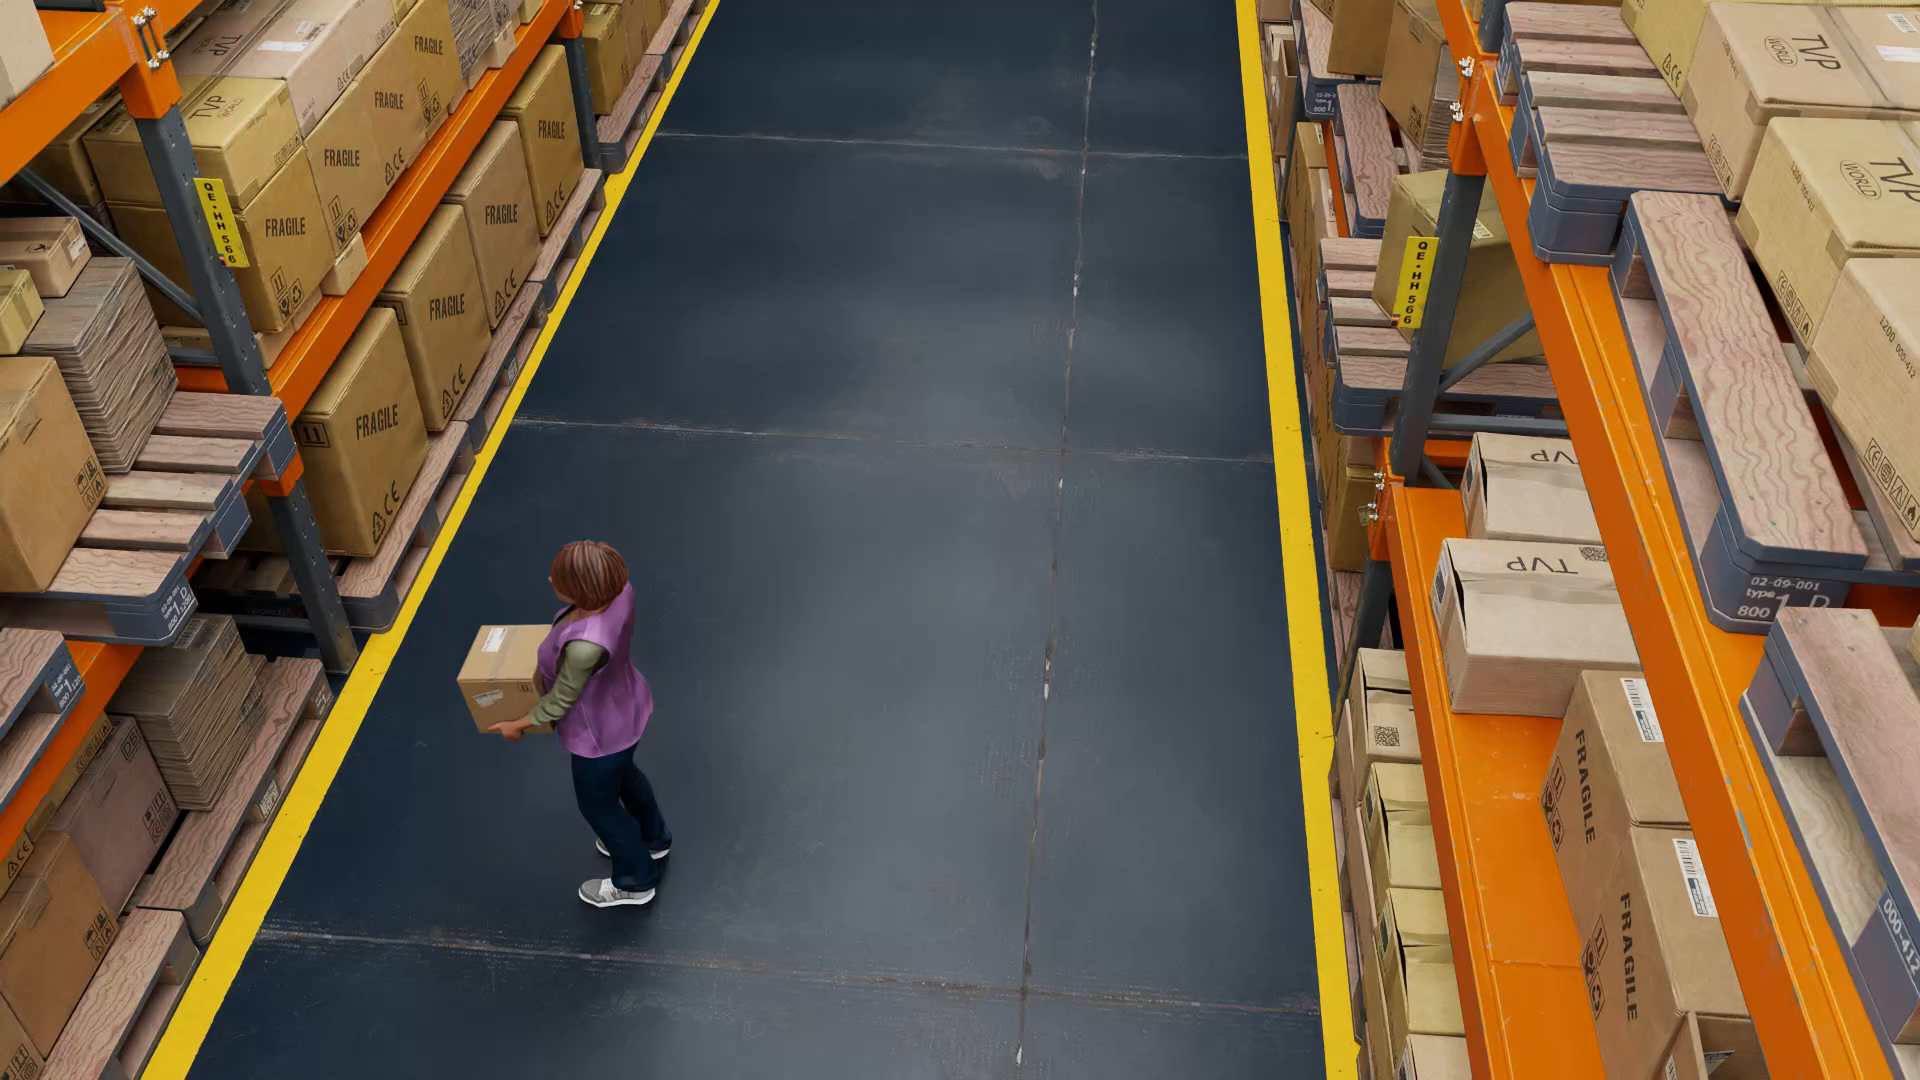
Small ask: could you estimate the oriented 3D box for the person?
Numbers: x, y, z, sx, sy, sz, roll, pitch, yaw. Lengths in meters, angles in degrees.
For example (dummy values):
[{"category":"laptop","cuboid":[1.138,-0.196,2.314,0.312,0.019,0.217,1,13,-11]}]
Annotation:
[{"category":"person","cuboid":[-1.254,0.599,5.471,0.500,1.589,0.405,4,41,4]}]
